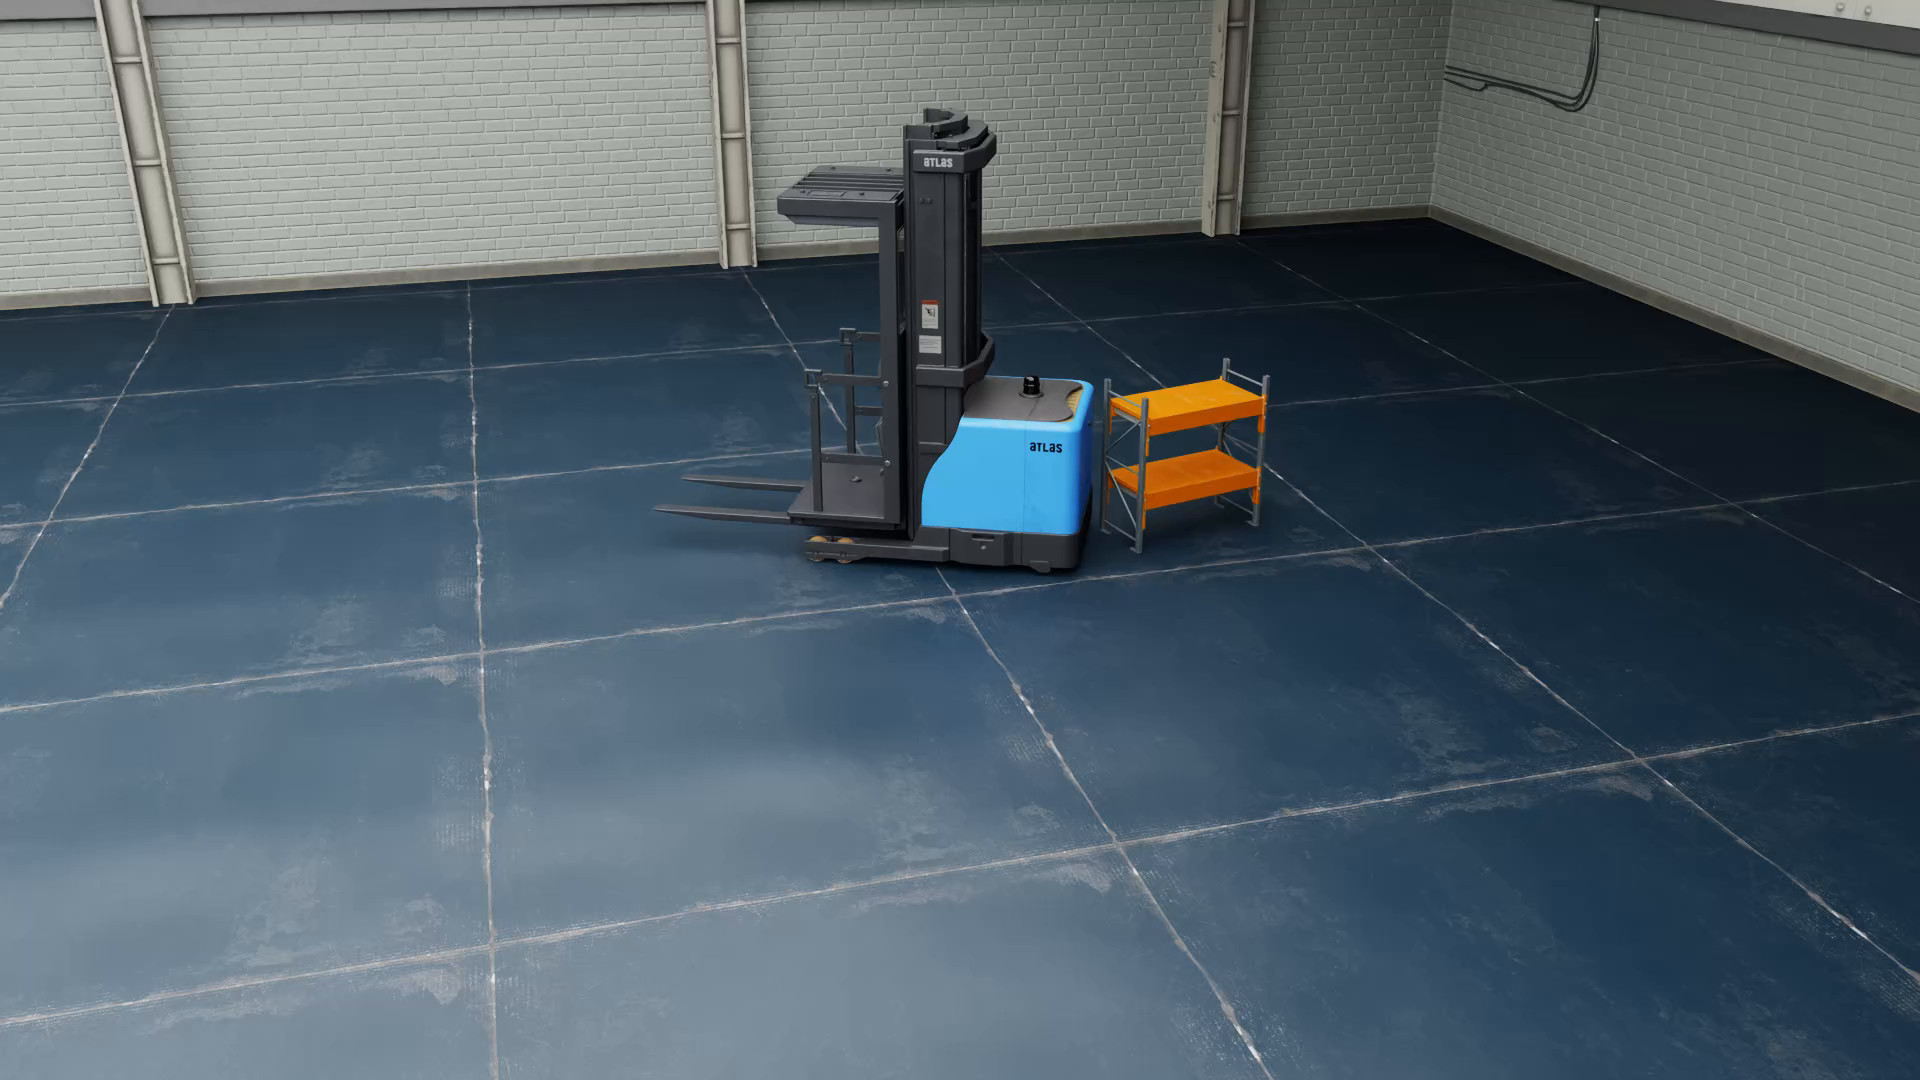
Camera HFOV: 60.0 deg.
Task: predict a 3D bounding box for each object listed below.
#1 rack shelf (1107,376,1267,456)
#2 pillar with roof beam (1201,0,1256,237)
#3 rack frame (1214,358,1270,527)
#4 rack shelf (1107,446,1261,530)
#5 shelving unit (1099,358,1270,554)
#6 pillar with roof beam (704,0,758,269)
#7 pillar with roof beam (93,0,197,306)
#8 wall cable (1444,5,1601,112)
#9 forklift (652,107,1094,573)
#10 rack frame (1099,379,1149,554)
[{"bbox_3d":[1.576,-0.875,11.621,1.000,0.278,0.538,-12,26,-26],"label":"rack shelf"},{"bbox_3d":[4.391,-6.311,15.045,0.400,9.000,9.100,-6,24,-14],"label":"pillar with roof beam"},{"bbox_3d":[2.022,-0.702,11.960,0.032,1.125,0.500,-12,26,-26],"label":"rack frame"},{"bbox_3d":[1.576,-0.381,11.832,1.000,0.278,0.538,-12,26,-26],"label":"rack shelf"},{"bbox_3d":[1.576,-0.606,11.736,1.048,1.125,0.538,-12,26,-26],"label":"shelving unit"},{"bbox_3d":[-1.386,-5.672,13.556,0.400,9.000,9.100,-6,24,-14],"label":"pillar with roof beam"},{"bbox_3d":[-7.163,-5.032,12.066,0.400,9.000,9.100,-6,24,-14],"label":"pillar with roof beam"},{"bbox_3d":[6.422,-6.330,19.028,0.112,2.526,3.097,-6,24,-14],"label":"wall cable"},{"bbox_3d":[-0.617,-1.389,11.270,3.031,2.935,1.130,4,24,9],"label":"forklift"},{"bbox_3d":[1.129,-0.510,11.512,0.032,1.125,0.500,-12,26,-26],"label":"rack frame"}]
